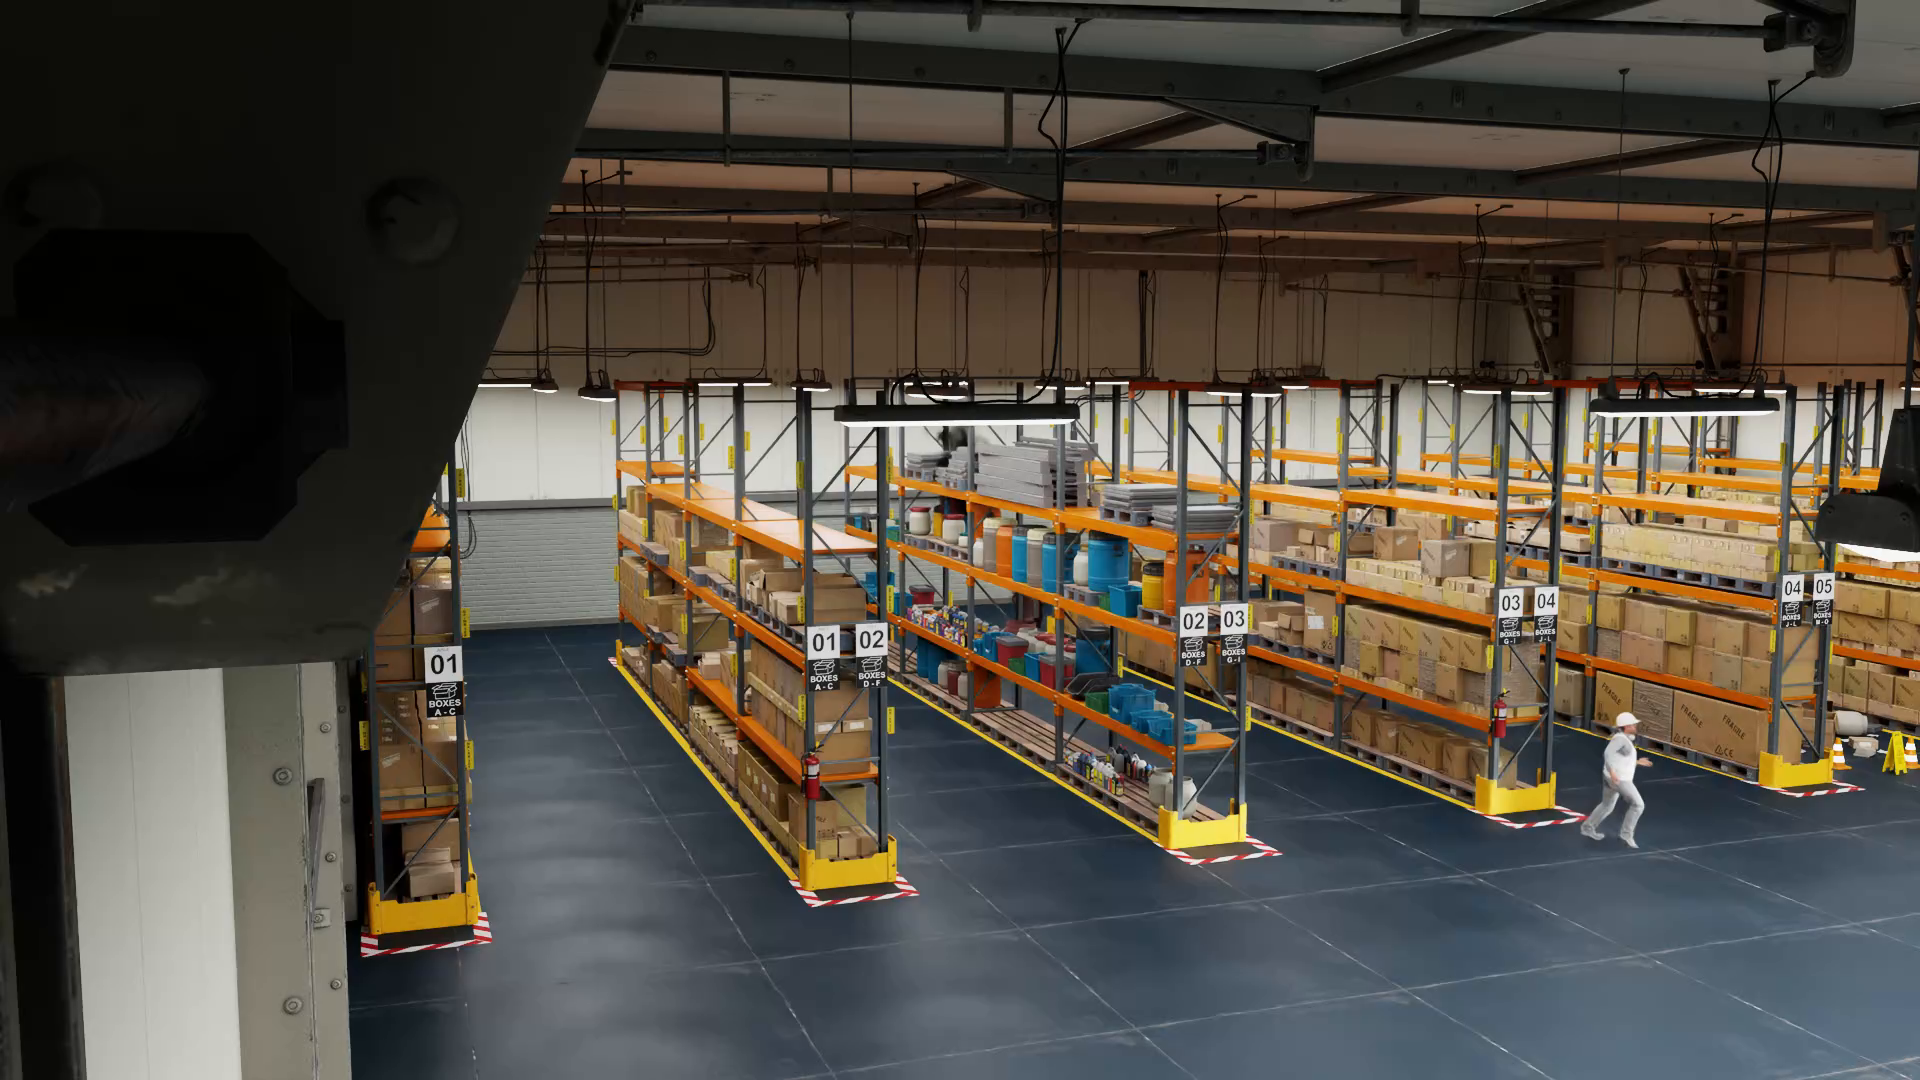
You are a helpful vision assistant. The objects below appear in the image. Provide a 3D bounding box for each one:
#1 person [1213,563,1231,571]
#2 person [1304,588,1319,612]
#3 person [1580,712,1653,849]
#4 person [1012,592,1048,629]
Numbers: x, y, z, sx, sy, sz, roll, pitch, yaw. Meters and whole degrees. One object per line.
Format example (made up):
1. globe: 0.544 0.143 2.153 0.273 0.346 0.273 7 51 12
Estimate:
1. person: 6.334 1.110 41.214 0.833 1.721 0.787 -1 6 -12
2. person: 7.451 1.833 34.482 0.685 1.681 0.822 -1 6 -11
3. person: 8.656 3.161 21.894 0.869 1.812 0.574 1 6 9
4. person: 1.480 1.597 33.647 0.701 1.830 0.996 -3 7 -29
